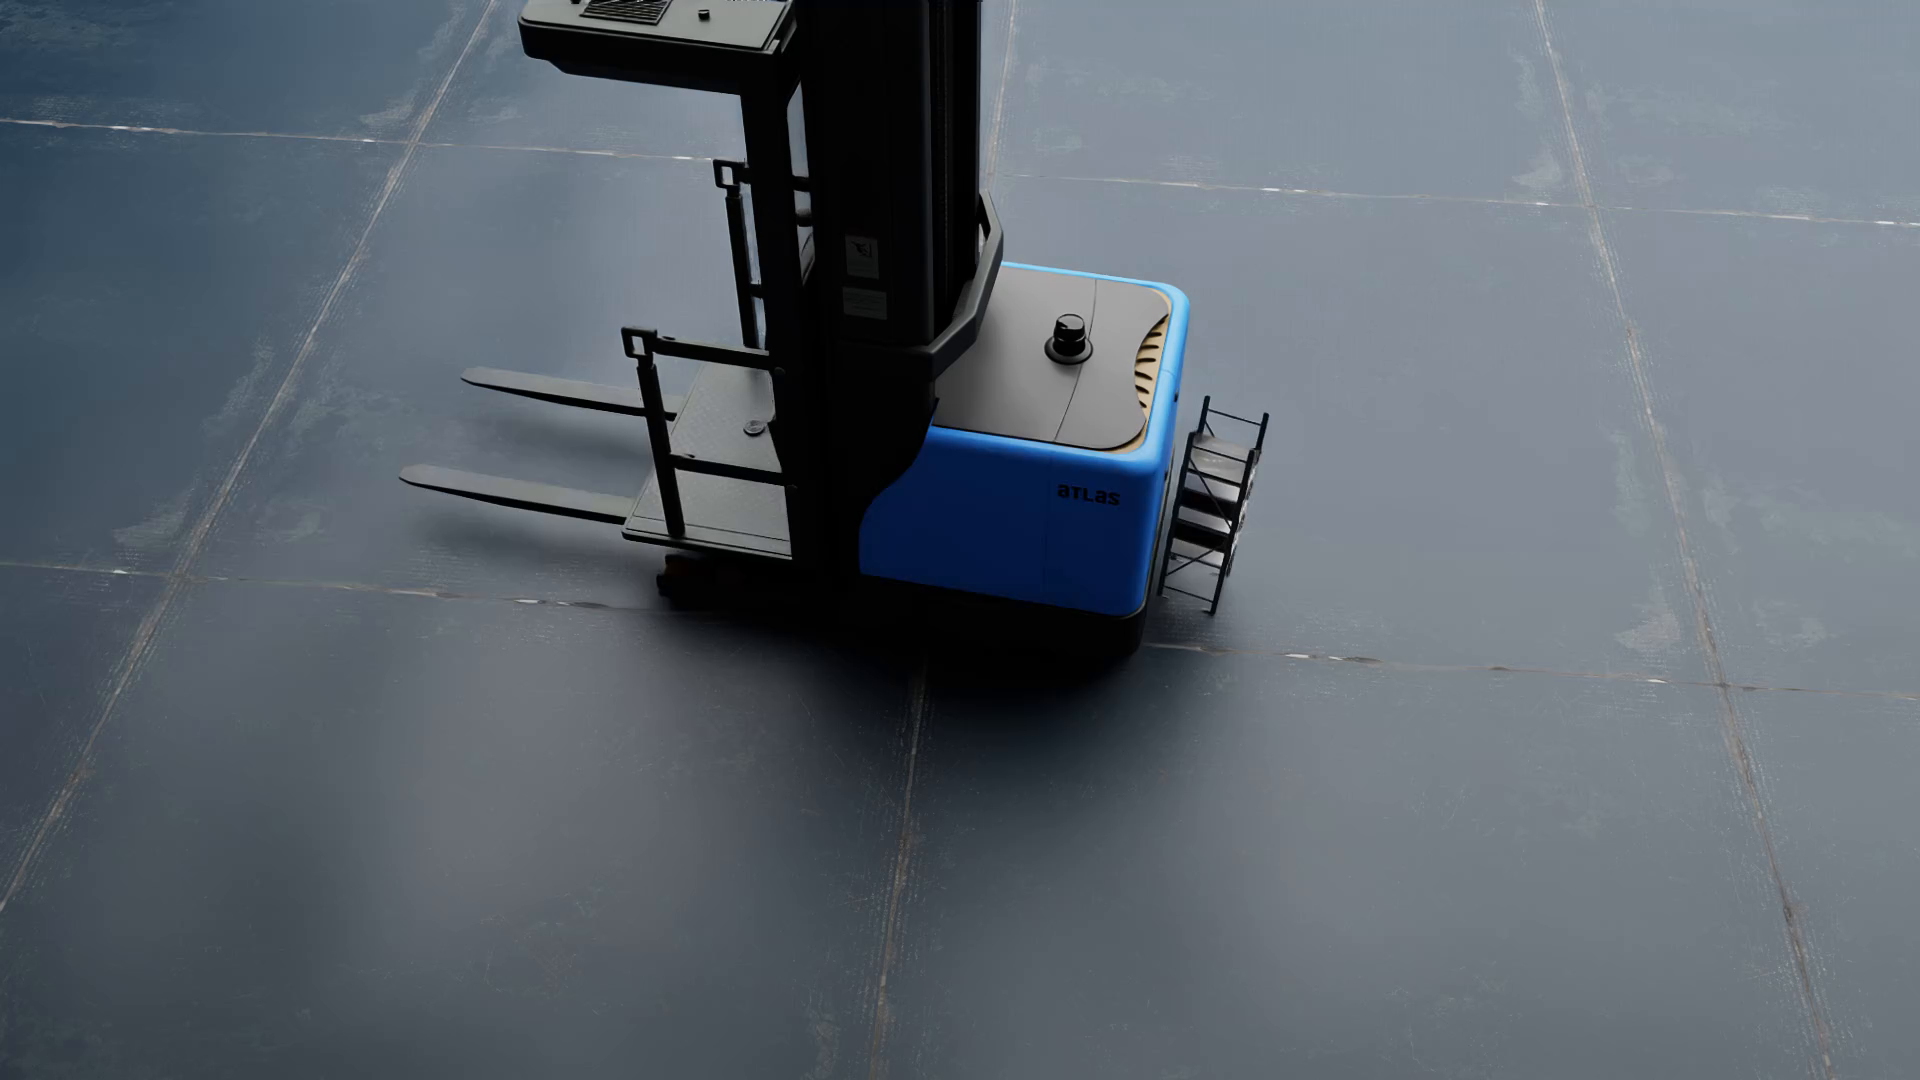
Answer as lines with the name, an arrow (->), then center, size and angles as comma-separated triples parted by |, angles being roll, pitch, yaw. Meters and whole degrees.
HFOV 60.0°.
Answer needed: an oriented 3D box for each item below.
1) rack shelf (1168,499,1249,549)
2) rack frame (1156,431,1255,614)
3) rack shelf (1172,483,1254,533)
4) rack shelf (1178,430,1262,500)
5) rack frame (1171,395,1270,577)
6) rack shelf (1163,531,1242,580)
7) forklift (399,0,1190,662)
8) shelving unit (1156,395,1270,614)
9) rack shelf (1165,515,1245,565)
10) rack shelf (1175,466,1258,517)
rack shelf -> 0.938, -0.096, 6.265 | 0.258, 0.077, 0.200 | 18, 50, 12
rack frame -> 0.902, -0.048, 6.176 | 0.240, 0.900, 0.006 | 18, 50, 12
rack shelf -> 0.942, -0.155, 6.197 | 0.258, 0.077, 0.200 | 18, 50, 12
rack shelf -> 0.949, -0.274, 6.063 | 0.258, 0.077, 0.200 | 18, 50, 12
rack frame -> 0.977, -0.187, 6.304 | 0.240, 0.900, 0.006 | 18, 50, 12
rack shelf -> 0.931, 0.024, 6.400 | 0.258, 0.077, 0.200 | 18, 50, 12
forklift -> -0.707, -1.092, 5.763 | 3.031, 2.935, 1.130 | 9, 48, 8
shelving unit -> 0.940, -0.118, 6.240 | 0.258, 0.900, 0.210 | 18, 50, 12
rack shelf -> 0.935, -0.036, 6.332 | 0.258, 0.077, 0.200 | 18, 50, 12
rack shelf -> 0.945, -0.215, 6.130 | 0.258, 0.077, 0.200 | 18, 50, 12
